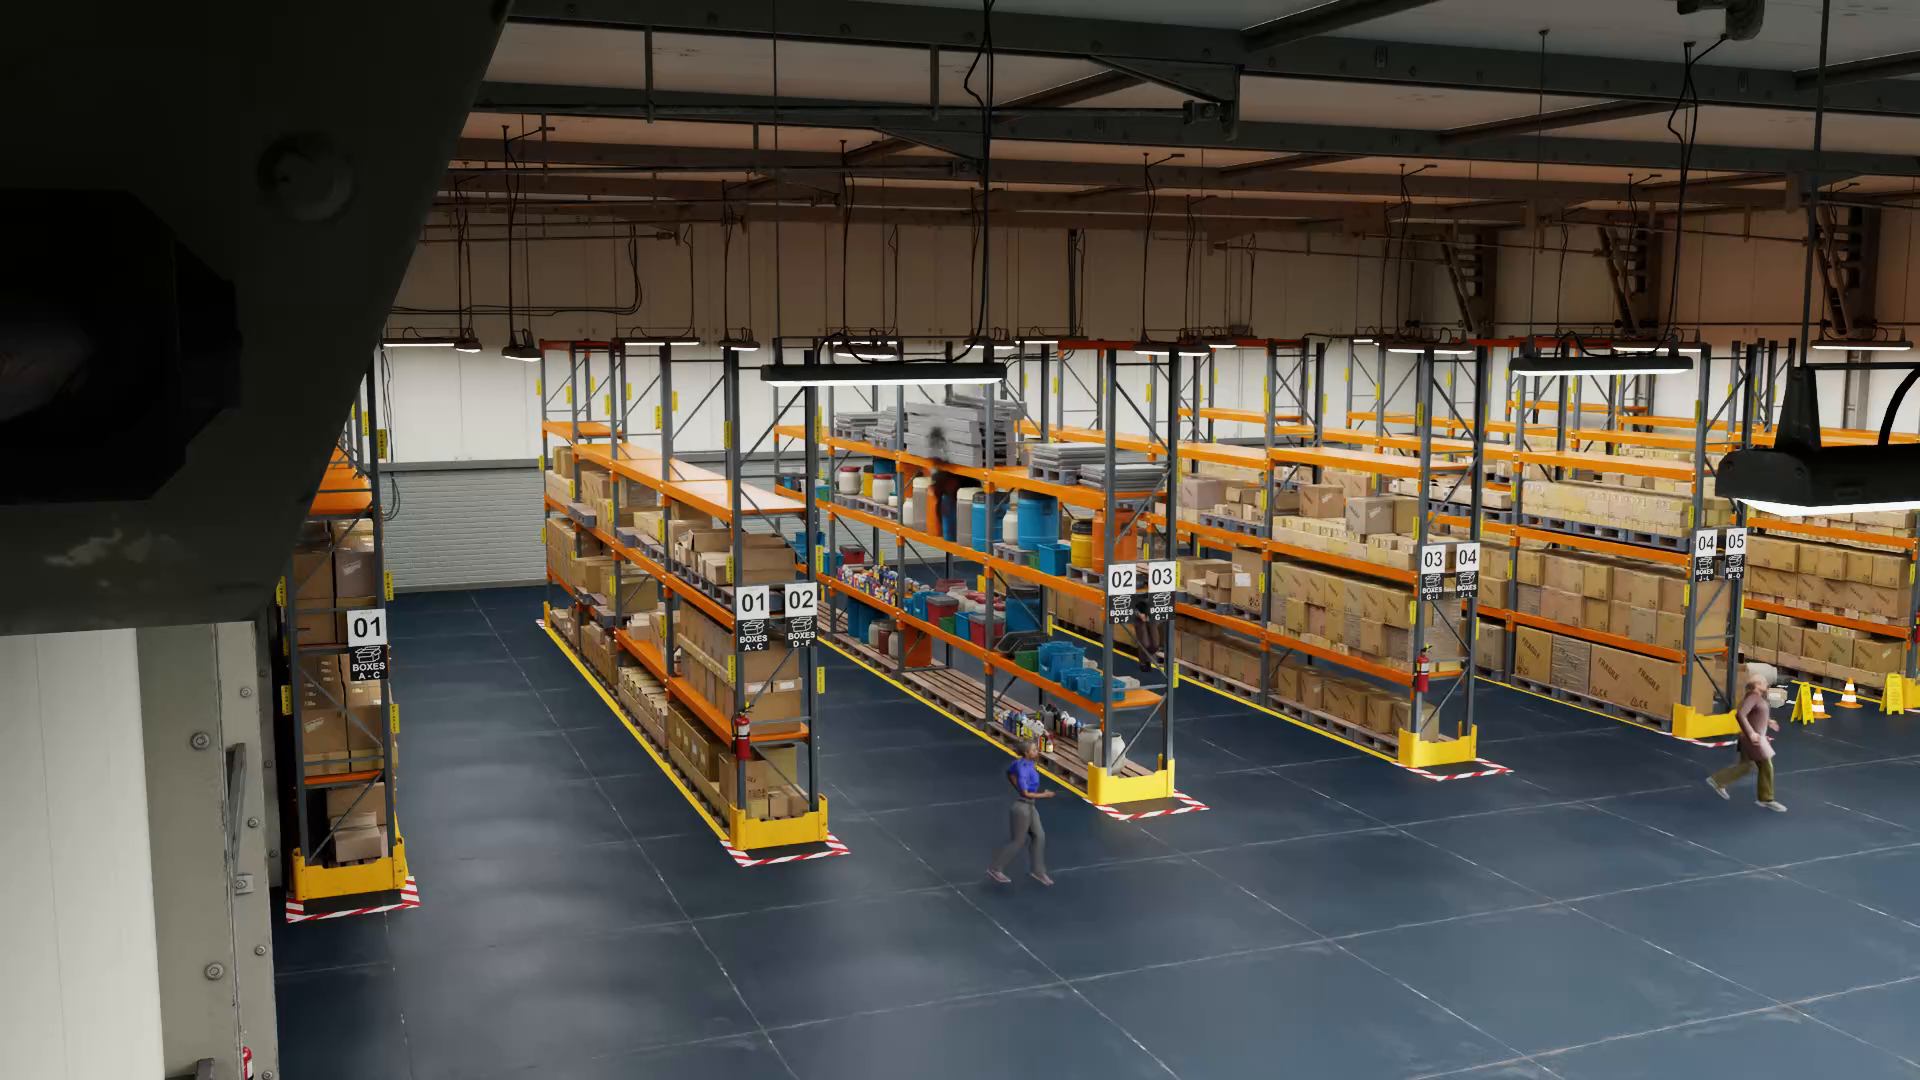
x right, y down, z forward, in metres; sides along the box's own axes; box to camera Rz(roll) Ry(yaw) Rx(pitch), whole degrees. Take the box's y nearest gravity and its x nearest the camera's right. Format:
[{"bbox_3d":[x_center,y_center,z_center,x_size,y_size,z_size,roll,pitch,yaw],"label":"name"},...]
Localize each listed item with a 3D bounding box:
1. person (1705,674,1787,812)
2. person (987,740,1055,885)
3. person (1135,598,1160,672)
[{"bbox_3d":[10.352,2.594,21.809,0.984,1.720,0.678,2,8,18],"label":"person"},{"bbox_3d":[0.690,3.097,18.765,0.767,1.708,0.593,1,7,7],"label":"person"},{"bbox_3d":[-2.046,1.149,23.956,14.197,3.615,5.249,-3,8,-23],"label":"person"}]
